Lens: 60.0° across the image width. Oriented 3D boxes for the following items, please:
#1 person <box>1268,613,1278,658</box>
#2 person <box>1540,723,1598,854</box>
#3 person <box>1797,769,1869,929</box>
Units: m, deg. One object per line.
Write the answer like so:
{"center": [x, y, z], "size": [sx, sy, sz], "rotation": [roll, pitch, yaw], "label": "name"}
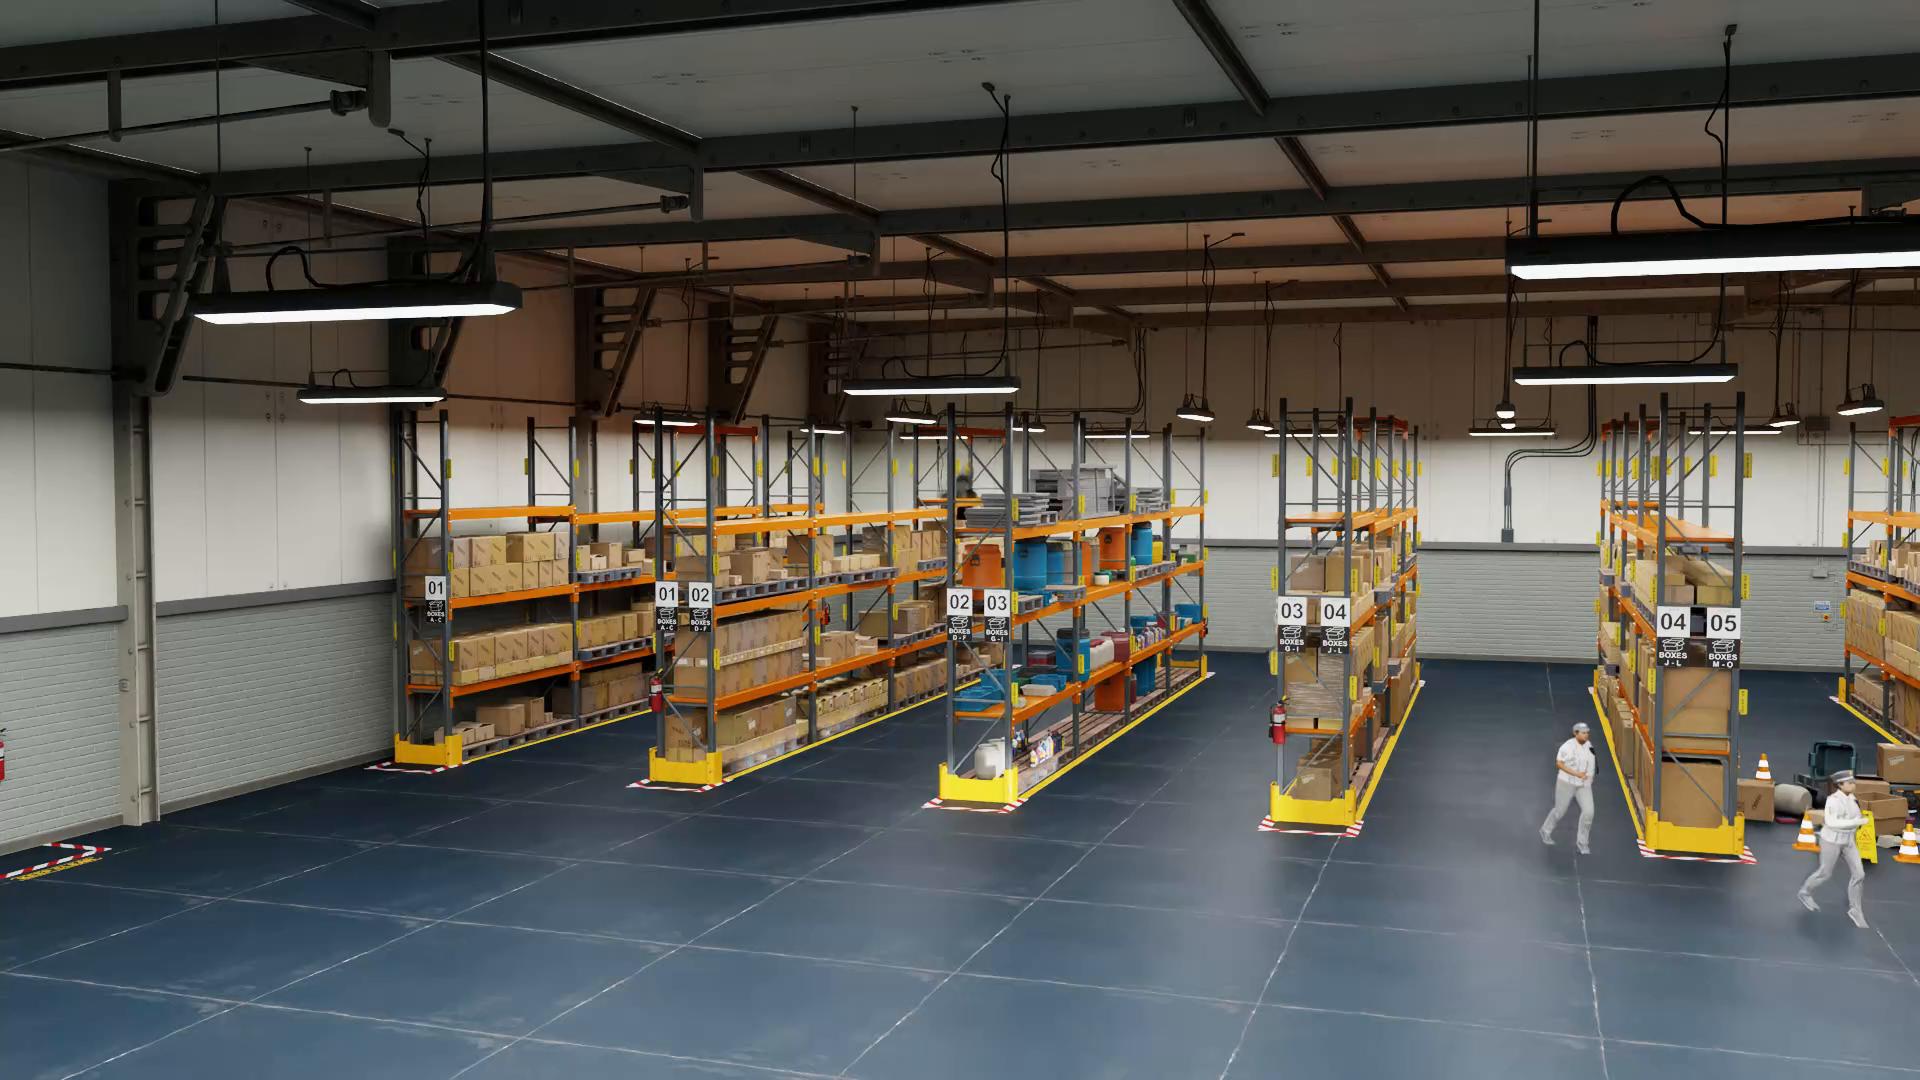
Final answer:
{"center": [8.183, 2.343, 41.640], "size": [1.066, 1.809, 0.623], "rotation": [2, 3, 37], "label": "person"}
{"center": [8.099, 3.255, 21.910], "size": [0.653, 1.735, 0.736], "rotation": [-1, 3, -16], "label": "person"}
{"center": [9.661, 3.384, 18.388], "size": [0.597, 1.768, 0.832], "rotation": [-1, 3, -26], "label": "person"}
